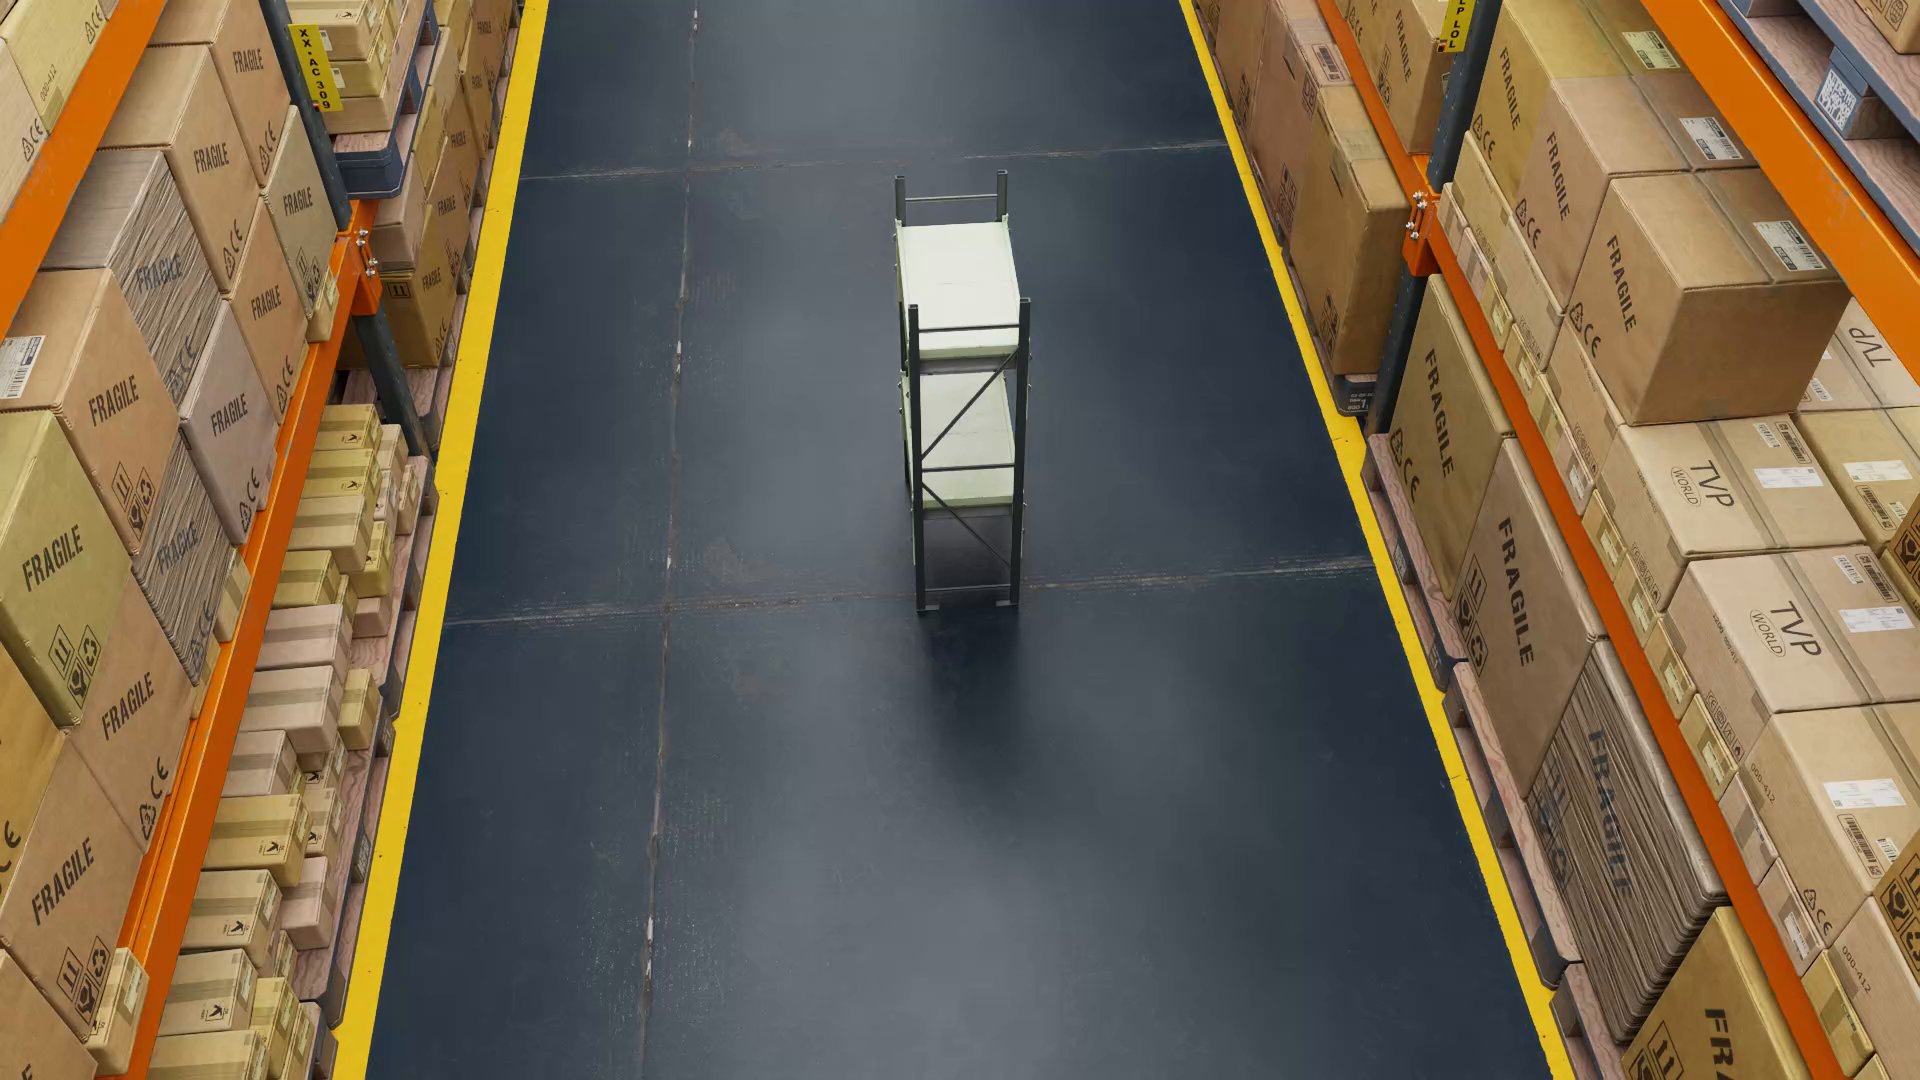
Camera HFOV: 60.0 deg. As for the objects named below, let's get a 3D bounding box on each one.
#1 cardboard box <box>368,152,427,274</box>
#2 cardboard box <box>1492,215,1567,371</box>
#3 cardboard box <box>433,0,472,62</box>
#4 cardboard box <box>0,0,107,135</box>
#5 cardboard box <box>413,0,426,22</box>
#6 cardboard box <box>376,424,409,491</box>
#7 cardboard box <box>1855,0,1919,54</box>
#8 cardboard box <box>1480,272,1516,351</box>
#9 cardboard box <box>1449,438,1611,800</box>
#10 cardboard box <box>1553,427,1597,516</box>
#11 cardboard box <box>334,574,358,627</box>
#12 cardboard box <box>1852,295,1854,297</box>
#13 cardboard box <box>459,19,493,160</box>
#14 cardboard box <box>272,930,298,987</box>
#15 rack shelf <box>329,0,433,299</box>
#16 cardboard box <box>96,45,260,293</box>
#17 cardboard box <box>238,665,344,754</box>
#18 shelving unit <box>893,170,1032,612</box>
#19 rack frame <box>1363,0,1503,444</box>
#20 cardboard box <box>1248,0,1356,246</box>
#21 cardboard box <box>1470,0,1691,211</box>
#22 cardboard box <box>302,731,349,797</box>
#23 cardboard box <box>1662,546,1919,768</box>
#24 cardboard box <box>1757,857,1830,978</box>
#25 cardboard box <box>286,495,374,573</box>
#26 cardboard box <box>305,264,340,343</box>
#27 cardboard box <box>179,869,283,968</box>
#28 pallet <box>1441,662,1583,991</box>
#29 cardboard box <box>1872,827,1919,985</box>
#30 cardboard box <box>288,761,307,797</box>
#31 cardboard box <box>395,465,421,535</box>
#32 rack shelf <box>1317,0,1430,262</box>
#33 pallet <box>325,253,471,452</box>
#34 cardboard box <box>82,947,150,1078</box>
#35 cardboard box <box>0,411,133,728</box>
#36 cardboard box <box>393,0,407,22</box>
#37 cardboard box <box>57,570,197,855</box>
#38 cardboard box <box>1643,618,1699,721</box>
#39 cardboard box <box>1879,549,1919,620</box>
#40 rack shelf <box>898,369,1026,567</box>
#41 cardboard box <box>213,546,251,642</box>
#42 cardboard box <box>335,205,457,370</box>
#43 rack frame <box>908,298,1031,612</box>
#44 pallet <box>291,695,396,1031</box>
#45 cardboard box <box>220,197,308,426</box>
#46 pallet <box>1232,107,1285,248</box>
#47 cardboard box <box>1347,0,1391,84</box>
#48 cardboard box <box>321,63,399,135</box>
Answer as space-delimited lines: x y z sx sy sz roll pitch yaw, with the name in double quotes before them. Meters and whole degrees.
"cardboard box" -2.506 -1.342 6.870 0.500 0.250 0.500 -5 47 -5
"cardboard box" 2.059 -0.811 5.351 0.500 0.250 0.500 -4 47 -3
"cardboard box" -2.643 -2.473 7.942 0.500 0.250 0.500 -2 47 -2
"cardboard box" -2.324 -1.160 3.820 0.500 0.250 0.500 -4 47 -4
"cardboard box" -2.348 -2.182 6.634 0.380 0.149 0.250 -3 47 -3
"cardboard box" -2.364 -0.306 6.443 0.380 0.149 0.250 -3 47 -2
"cardboard box" 2.312 -1.382 3.500 0.700 0.500 0.500 -2 47 -2
"cardboard box" 1.982 -0.775 5.591 0.380 0.149 0.250 -2 47 -2
"cardboard box" 2.295 0.243 5.628 0.875 0.875 0.875 -3 47 -3
"cardboard box" 2.046 -0.218 5.064 0.380 0.149 0.250 -3 47 -3
"cardboard box" -2.366 0.269 5.898 0.380 0.149 0.250 -3 47 -3
"cardboard box" 2.588 -0.849 5.387 0.500 0.250 0.500 -2 47 -2
"cardboard box" -2.626 -2.209 8.209 0.500 0.500 0.500 -5 47 -5
"cardboard box" -2.257 1.349 5.080 0.380 0.149 0.250 -3 47 -3
"rack shelf" -2.874 -2.448 7.498 1.077 0.370 4.000 -3 47 -3
"cardboard box" -2.350 -1.031 4.698 0.500 0.500 0.500 -5 47 -5
"cardboard box" -2.235 0.564 5.414 0.380 0.149 0.250 -5 47 -5
"shelving unit" -0.001 -0.521 6.210 0.431 1.500 0.755 -3 47 -3
"rack frame" 2.244 -1.476 6.082 1.000 3.000 0.127 -3 47 -3
"cardboard box" 2.095 -1.999 7.751 1.225 0.875 0.875 -5 47 -5
"cardboard box" 2.029 -1.423 5.414 0.500 0.500 0.500 -3 47 -3
"cardboard box" -2.293 0.792 5.608 0.380 0.149 0.250 -3 47 -3
"cardboard box" 2.189 0.297 4.301 0.500 0.250 0.500 -5 47 -5
"cardboard box" 2.177 0.896 4.009 0.380 0.149 0.250 -3 47 -3
"cardboard box" -2.329 -0.013 5.961 0.380 0.149 0.250 -4 47 -4
"cardboard box" -2.320 -0.790 5.605 0.380 0.149 0.250 -5 47 -4
"cardboard box" -2.231 1.120 4.888 0.380 0.149 0.250 -2 47 -2
"pallet" 2.335 0.922 5.731 1.003 0.211 1.213 -3 47 -3
"cardboard box" 2.276 0.772 3.334 0.500 0.500 0.500 -3 47 -3
"cardboard box" -2.343 0.843 5.355 0.380 0.149 0.250 -1 47 -1
"cardboard box" -2.335 -0.149 6.500 0.380 0.149 0.250 -3 47 -3
"rack shelf" 2.077 -2.676 7.714 1.077 0.370 4.000 -3 47 -3
"pallet" -2.774 -0.852 7.412 1.003 0.211 1.213 -3 47 -3
"cardboard box" -2.104 1.099 3.817 0.380 0.149 0.250 -5 47 -4
"cardboard box" -2.215 0.082 3.644 0.500 0.500 0.500 -4 47 -4
"cardboard box" -2.327 -2.095 6.348 0.380 0.149 0.250 -2 47 -2
"cardboard box" -2.233 0.427 4.006 0.500 0.500 0.500 -3 47 -3
"cardboard box" 2.112 0.340 4.535 0.380 0.149 0.250 -3 47 -3
"cardboard box" 2.719 0.264 4.333 0.500 0.250 0.500 -5 47 -5
"rack shelf" -0.001 -0.296 6.447 0.431 0.370 0.720 -3 47 -3
"cardboard box" -2.247 0.157 4.708 0.380 0.149 0.250 -3 47 -3
"cardboard box" -2.505 -1.084 7.143 0.500 0.500 0.500 -2 47 -2
"rack frame" 0.030 -0.256 5.959 0.400 1.500 0.023 -3 47 -3
"pallet" -2.510 1.079 5.582 1.003 0.211 1.213 -3 47 -3
"cardboard box" -2.343 -0.676 5.051 0.500 0.500 0.500 -5 47 -4
"pallet" 1.999 -1.956 8.457 1.003 0.211 1.213 -3 47 -3
"cardboard box" 1.898 -2.191 6.690 0.500 0.500 0.500 -2 47 -2
"cardboard box" -2.282 -1.619 6.101 0.380 0.149 0.250 -6 47 -5
